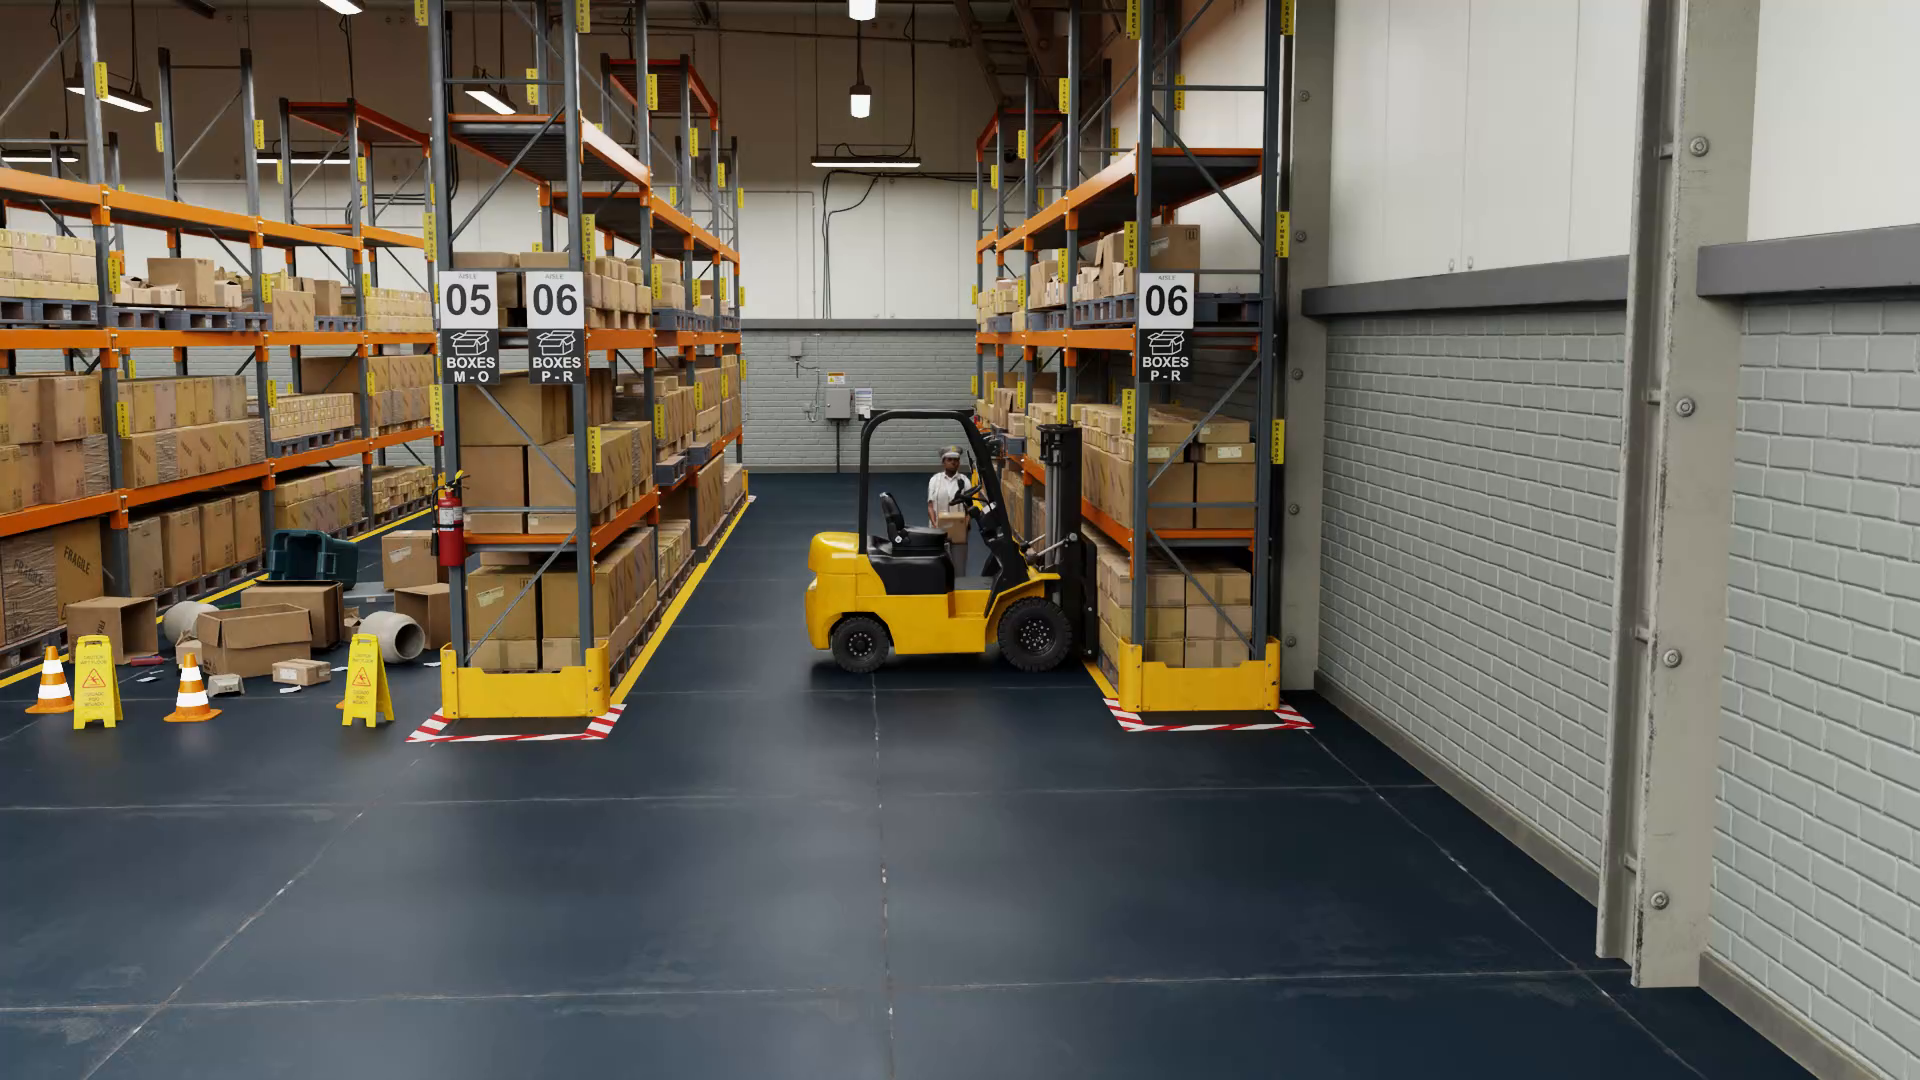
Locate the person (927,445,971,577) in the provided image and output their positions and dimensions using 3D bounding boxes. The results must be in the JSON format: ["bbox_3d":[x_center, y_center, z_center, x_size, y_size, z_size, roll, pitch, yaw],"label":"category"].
[{"bbox_3d":[-0.098,-0.065,16.134,0.471,1.698,0.522,0,7,-4],"label":"person"}]
